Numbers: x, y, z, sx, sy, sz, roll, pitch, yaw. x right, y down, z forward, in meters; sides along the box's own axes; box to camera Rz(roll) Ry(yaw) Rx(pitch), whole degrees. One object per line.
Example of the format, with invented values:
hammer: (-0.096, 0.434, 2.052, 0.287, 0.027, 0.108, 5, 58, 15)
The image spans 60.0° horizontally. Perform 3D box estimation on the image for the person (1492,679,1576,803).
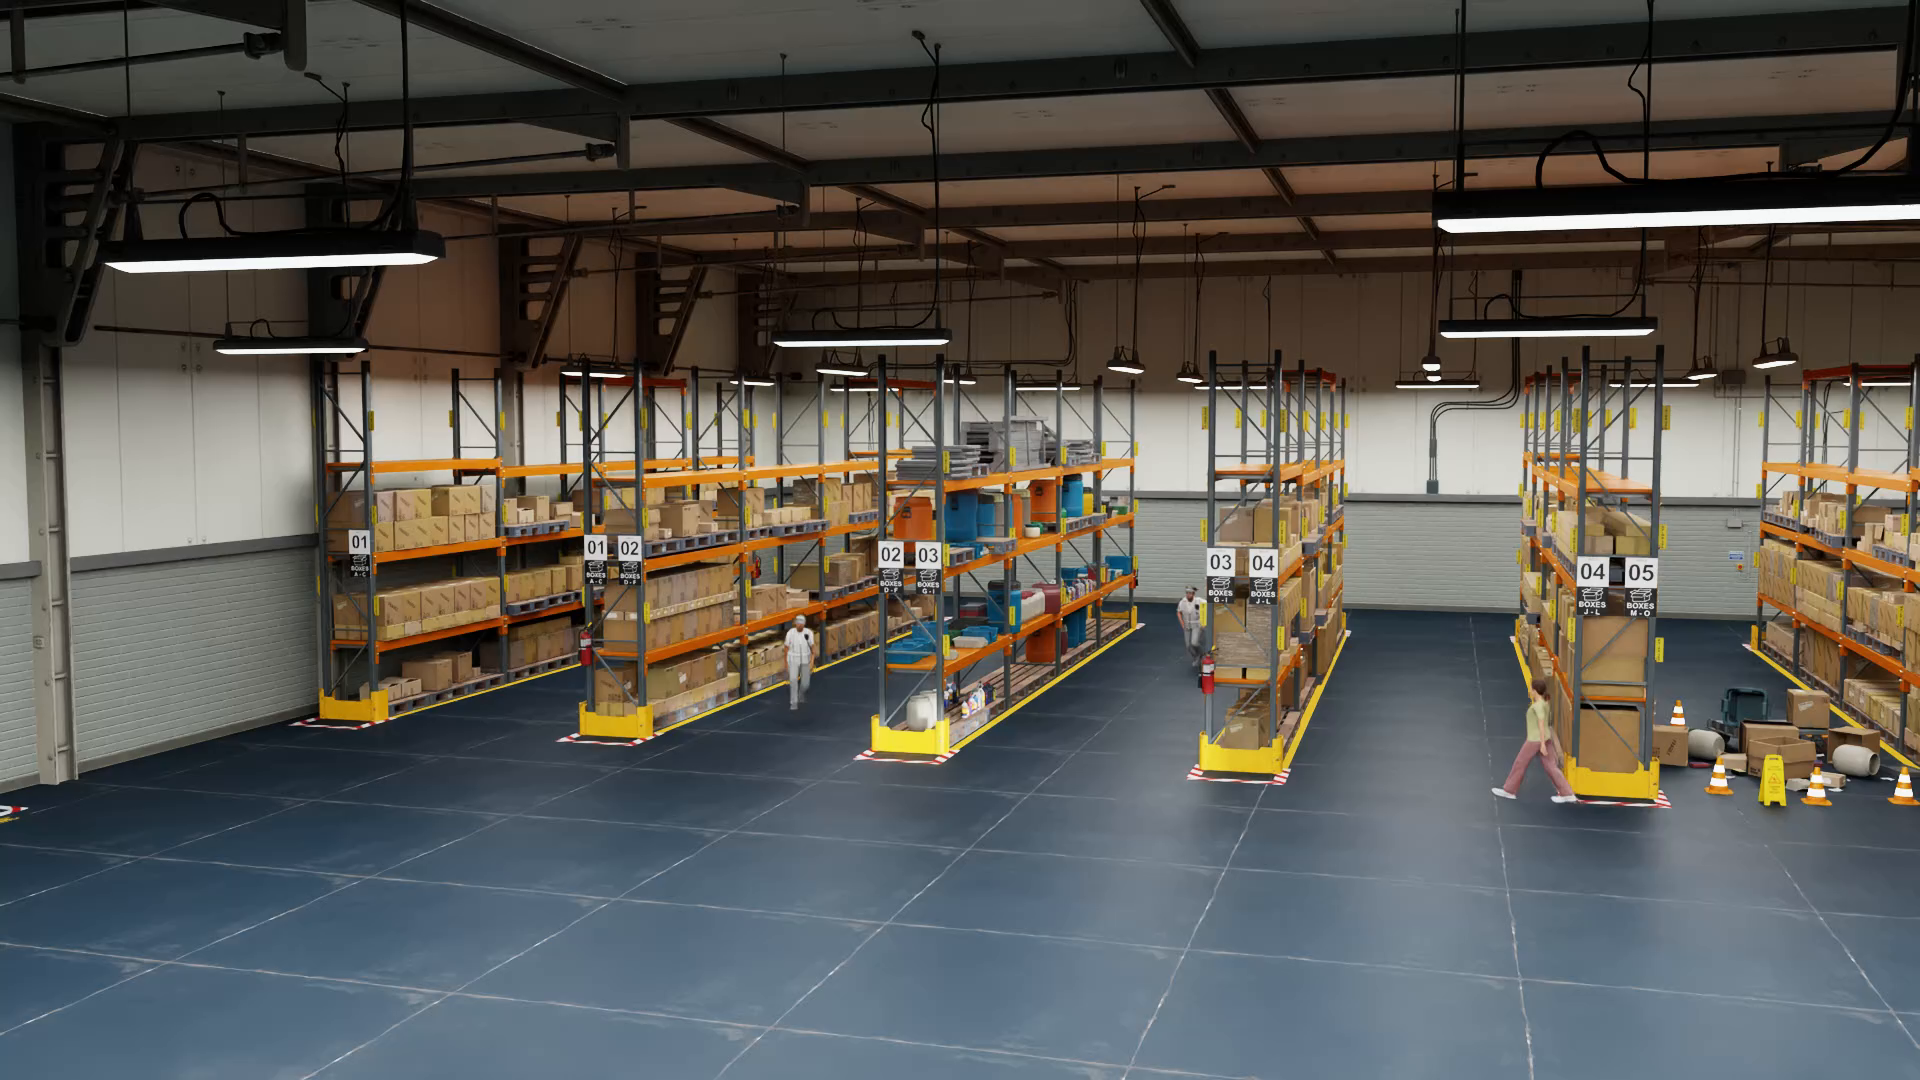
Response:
person: (7.568, 2.626, 21.825, 1.054, 1.611, 0.511, 4, 5, 41)

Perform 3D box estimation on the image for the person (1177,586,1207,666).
person: (4.778, 1.745, 33.866, 0.698, 1.687, 0.728, 2, 5, 28)

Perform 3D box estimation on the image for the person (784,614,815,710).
person: (-2.666, 2.003, 27.701, 0.511, 1.527, 1.064, -1, 4, -16)
